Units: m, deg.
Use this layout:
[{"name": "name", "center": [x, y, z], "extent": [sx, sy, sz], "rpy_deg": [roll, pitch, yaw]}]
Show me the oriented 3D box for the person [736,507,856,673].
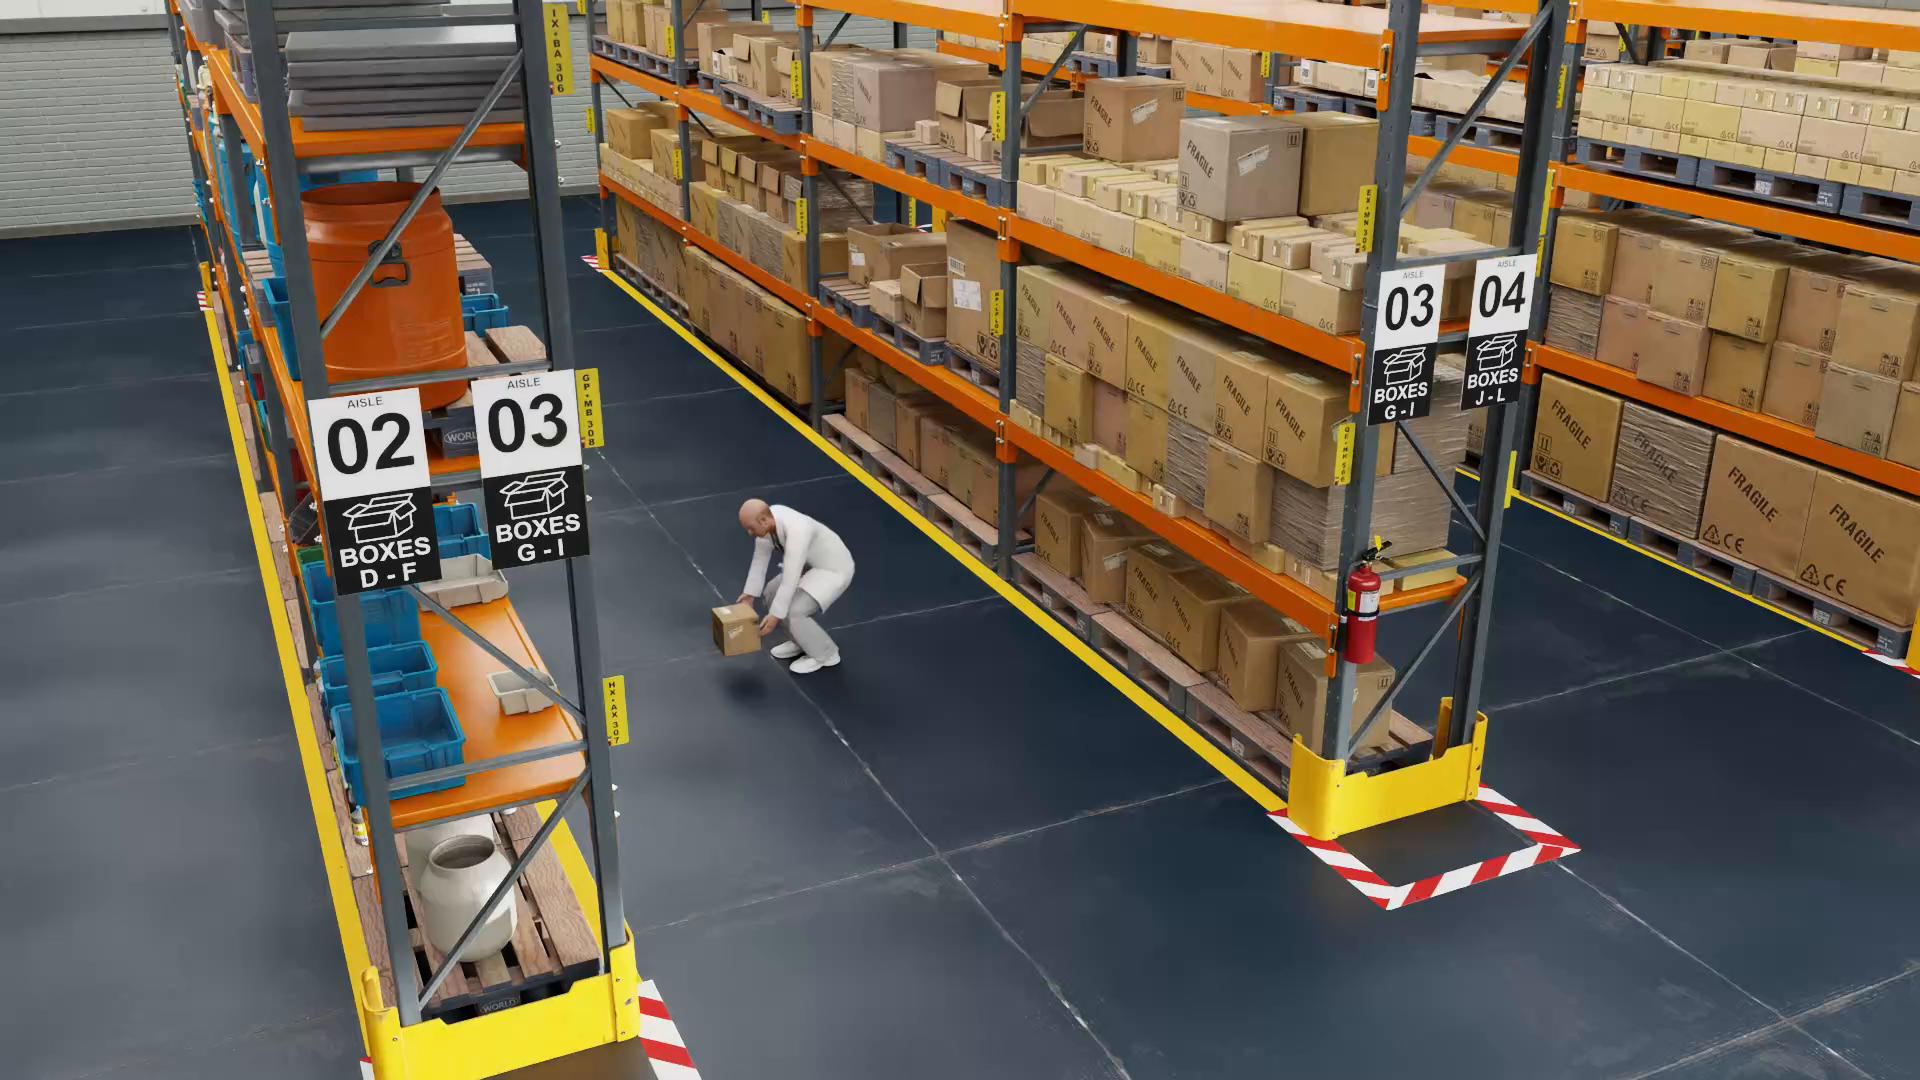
[{"name": "person", "center": [-1.089, 0.288, 11.125], "extent": [0.820, 1.195, 0.623], "rpy_deg": [-10, 24, -24]}]
